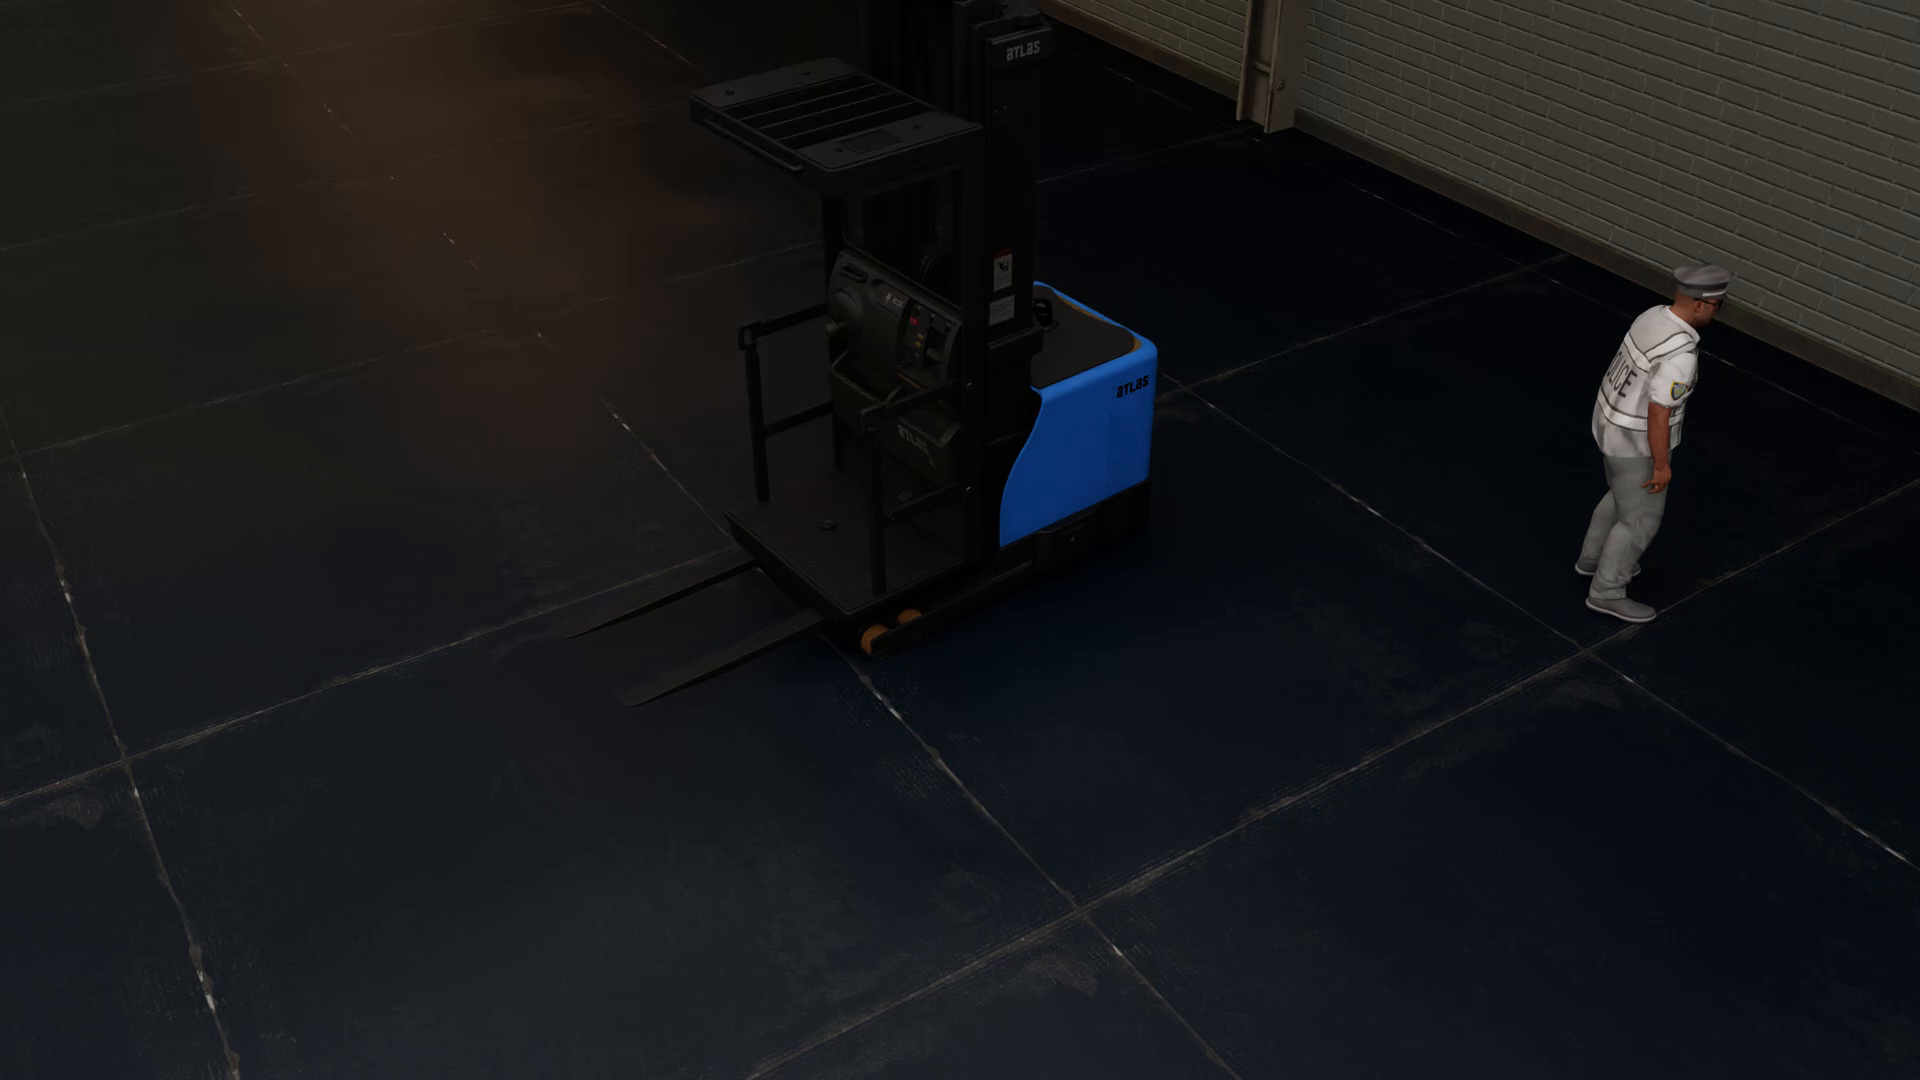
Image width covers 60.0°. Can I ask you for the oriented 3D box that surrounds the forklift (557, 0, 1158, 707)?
[{"bbox_3d":[-0.475,-0.977,7.538,3.031,2.935,1.130,-24,42,-30],"label":"forklift"}]

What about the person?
[{"bbox_3d":[3.219,-0.478,7.857,0.442,1.746,0.592,4,35,5],"label":"person"}]
